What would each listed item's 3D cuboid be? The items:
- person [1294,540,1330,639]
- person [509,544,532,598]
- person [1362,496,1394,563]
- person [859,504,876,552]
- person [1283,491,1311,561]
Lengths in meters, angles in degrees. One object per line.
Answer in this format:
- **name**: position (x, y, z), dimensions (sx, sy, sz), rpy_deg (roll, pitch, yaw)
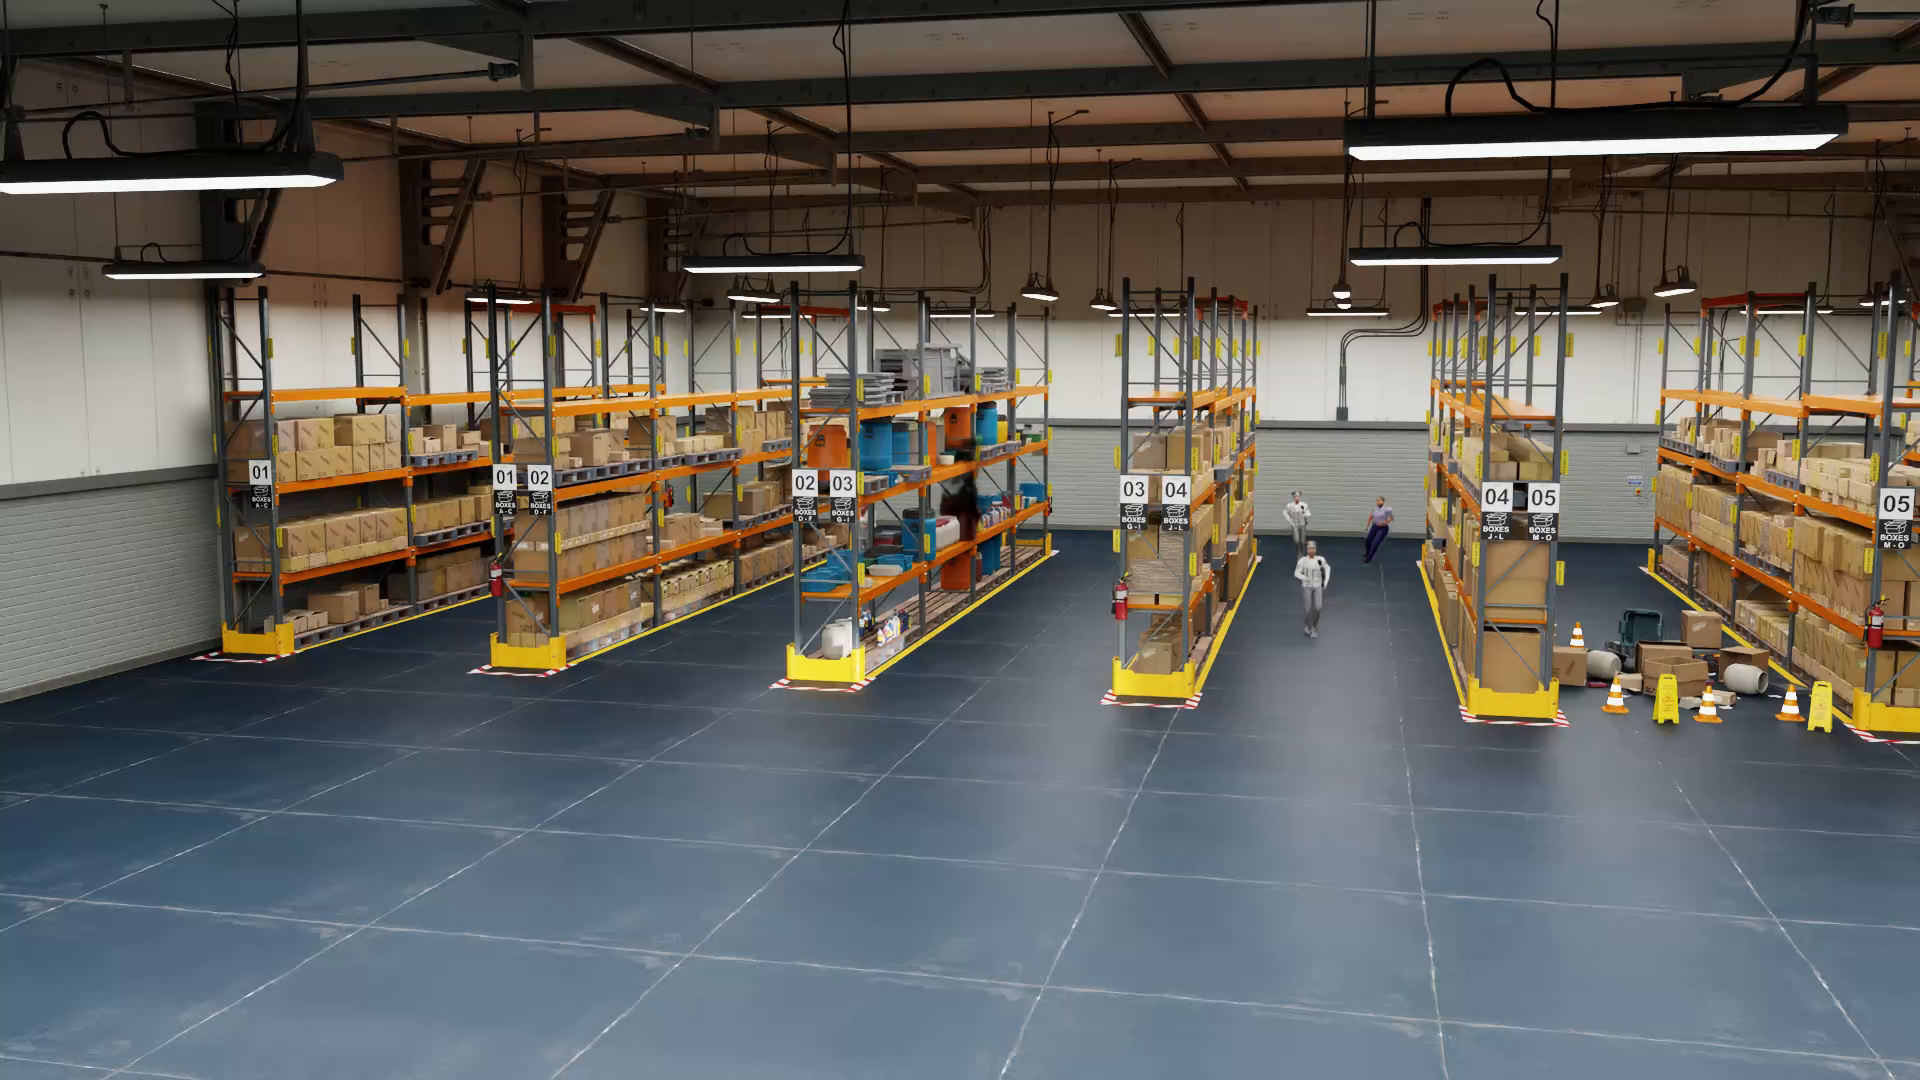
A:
- **person**: position (6.131, 0.856, 28.958), dimensions (0.616, 1.716, 0.683), rpy_deg (1, 7, 10)
- **person**: position (-8.091, 0.562, 31.051), dimensions (0.663, 1.757, 0.782), rpy_deg (0, 7, 0)
- **person**: position (9.750, -0.260, 39.012), dimensions (0.712, 1.579, 0.877), rpy_deg (-6, 9, -44)
- **person**: position (-1.992, -0.009, 34.121), dimensions (0.542, 1.601, 0.821), rpy_deg (1, 7, 8)
- **person**: position (7.894, -0.285, 38.901), dimensions (0.612, 1.746, 0.721), rpy_deg (0, 7, 1)
